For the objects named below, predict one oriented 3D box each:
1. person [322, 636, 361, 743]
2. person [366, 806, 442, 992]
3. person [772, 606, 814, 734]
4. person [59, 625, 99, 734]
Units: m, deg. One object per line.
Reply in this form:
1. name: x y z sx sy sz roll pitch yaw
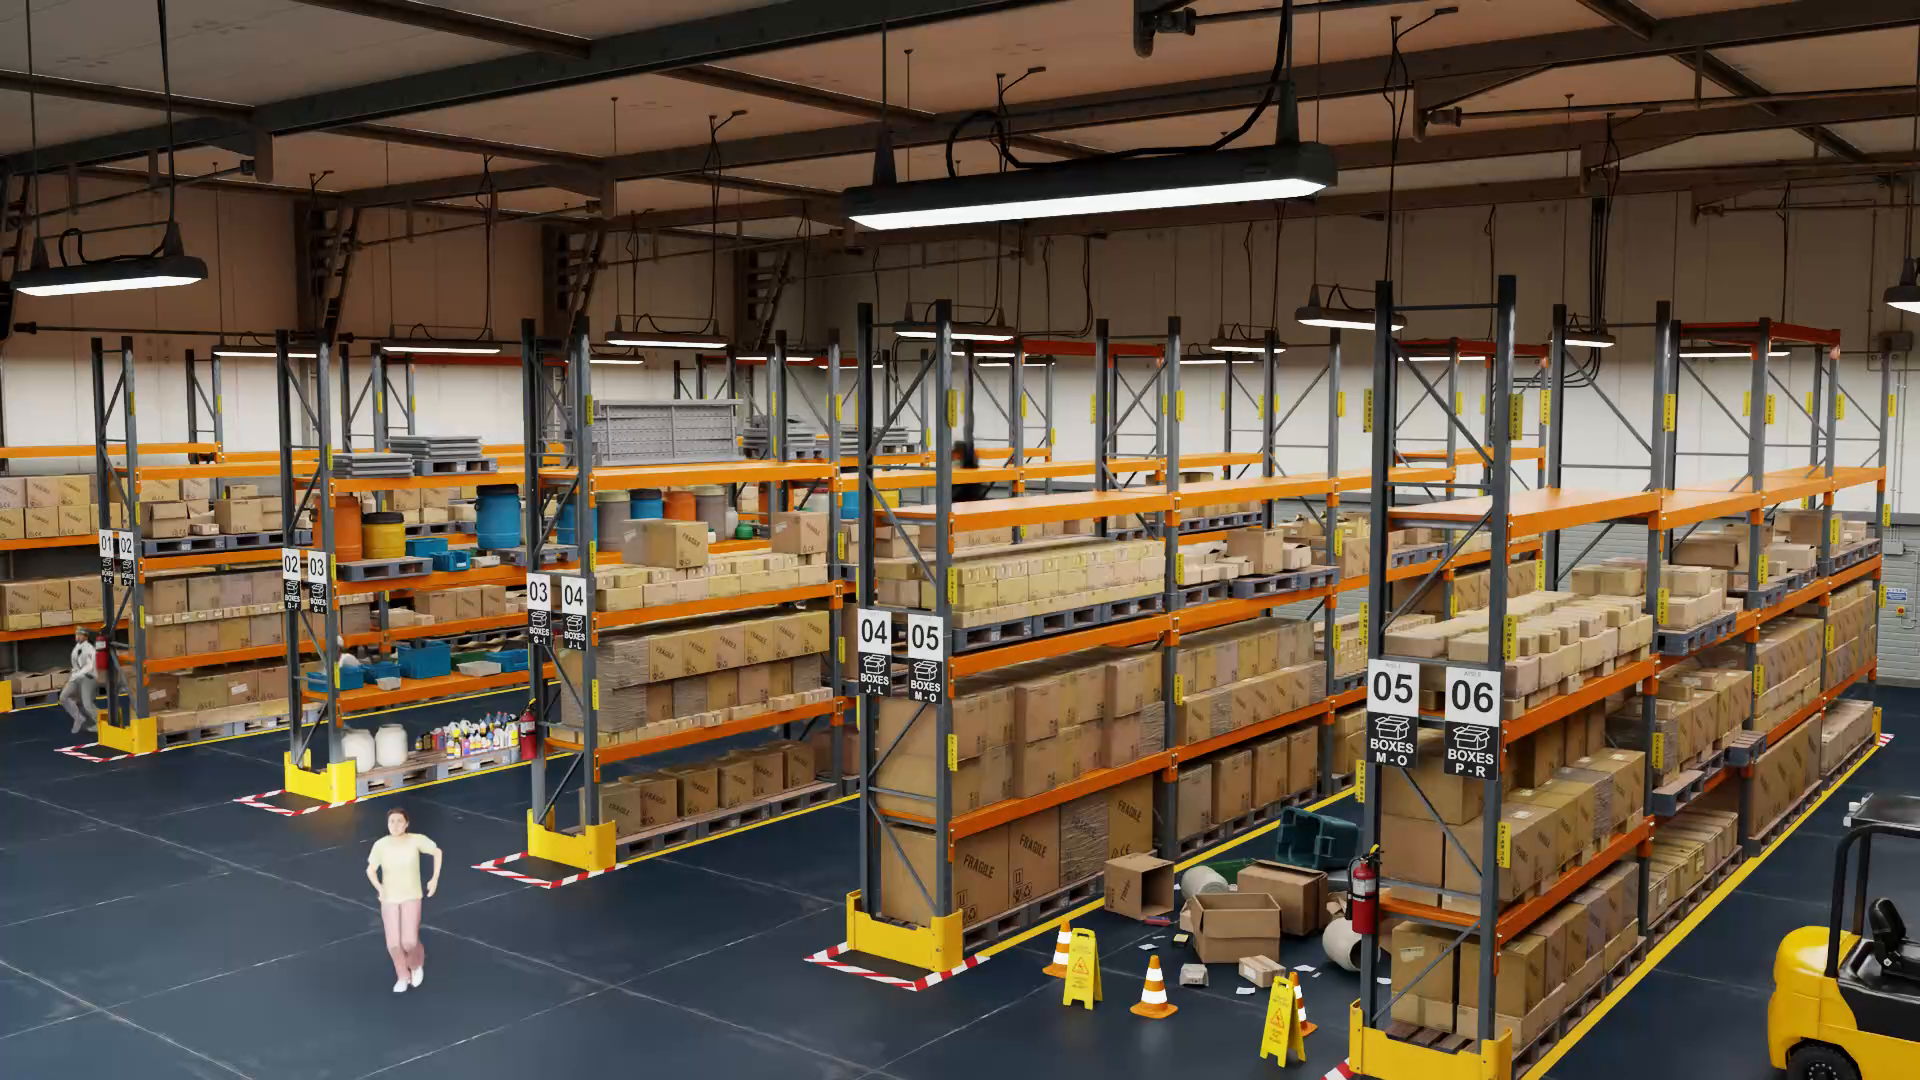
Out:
1. person: -8.869 2.231 23.661 0.715 1.738 0.596 3 6 33
2. person: -4.789 3.101 14.302 0.604 1.633 0.562 -1 5 -9
3. person: -2.414 1.867 24.207 0.641 1.822 0.812 3 6 32
4. person: -13.389 2.126 25.373 0.630 1.676 0.611 4 6 37
